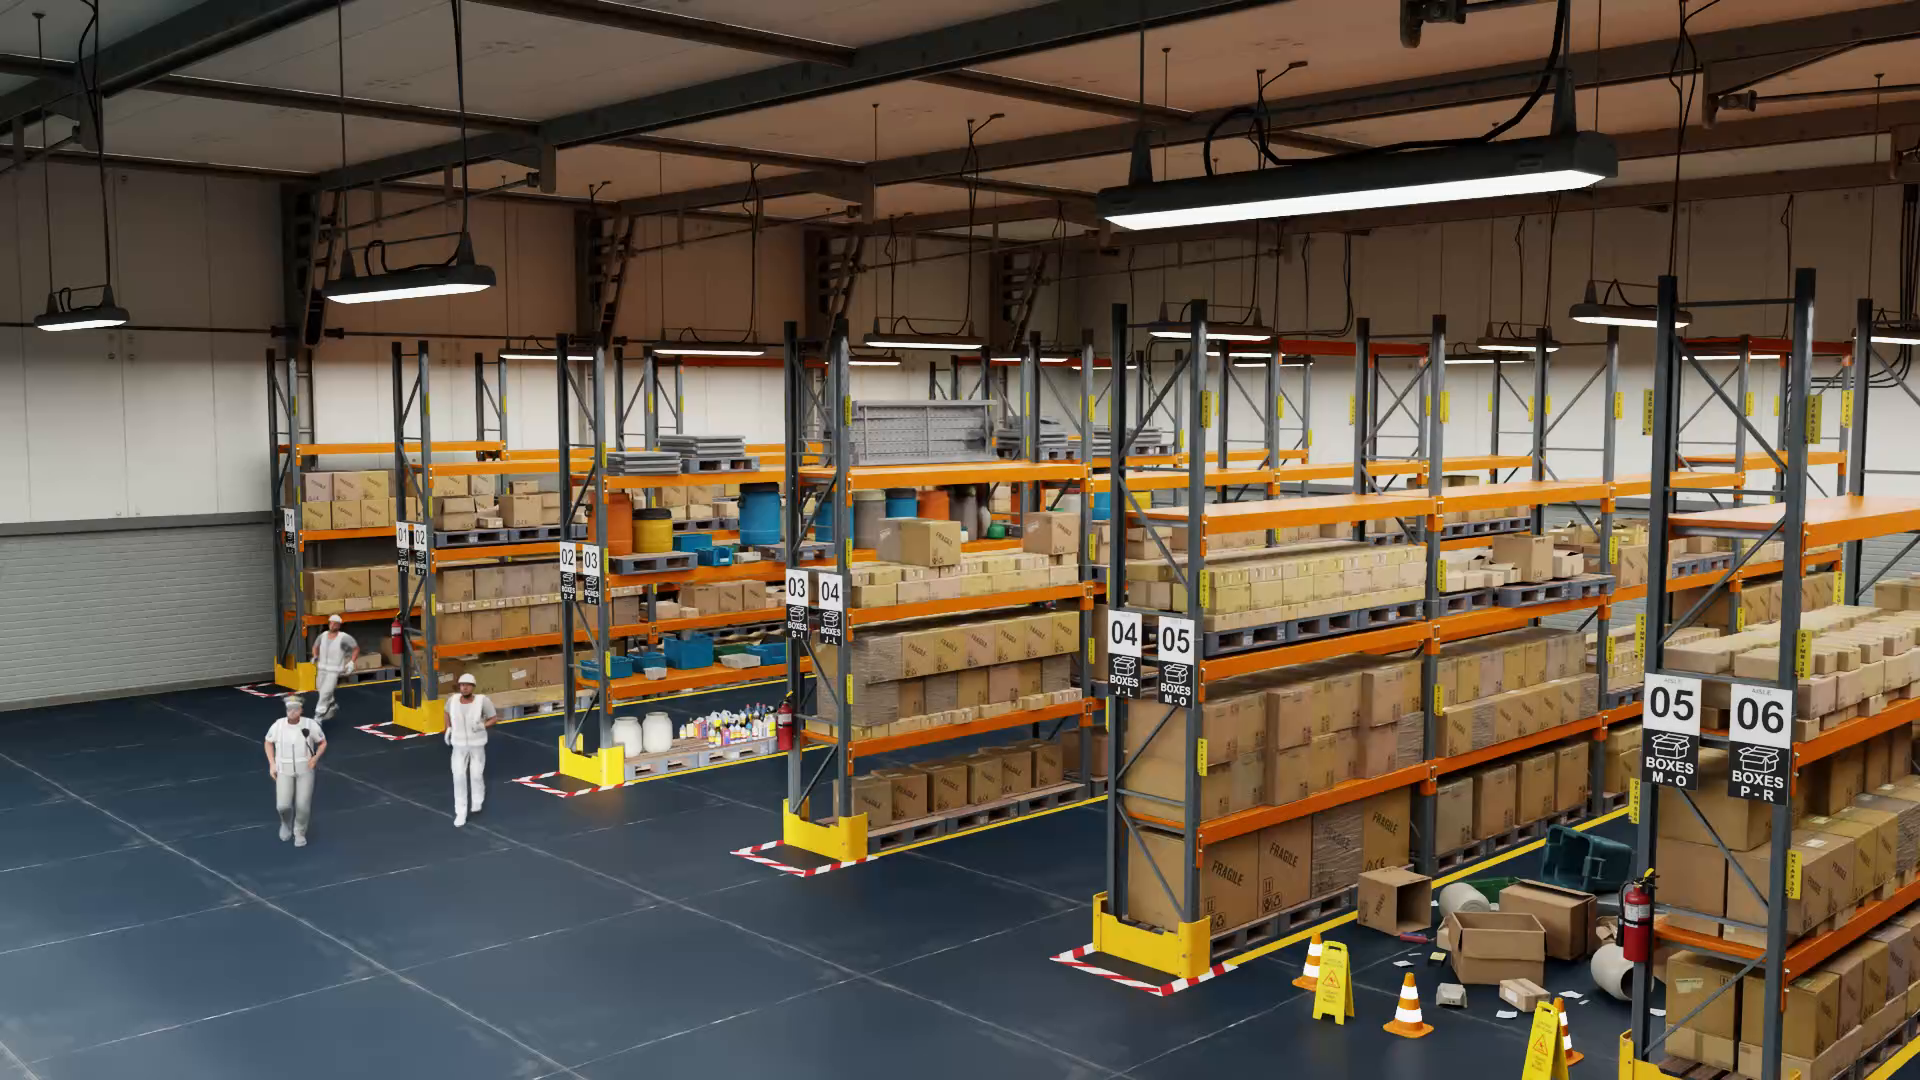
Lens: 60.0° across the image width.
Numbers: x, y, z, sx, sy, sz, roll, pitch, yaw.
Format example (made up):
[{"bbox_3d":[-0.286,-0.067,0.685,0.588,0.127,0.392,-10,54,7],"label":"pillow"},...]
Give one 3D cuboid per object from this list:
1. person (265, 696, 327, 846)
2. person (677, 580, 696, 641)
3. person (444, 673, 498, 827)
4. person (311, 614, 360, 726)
[{"bbox_3d":[-7.623,2.644,19.103,0.675,1.749,0.594,-2,5,-19],"label":"person"},{"bbox_3d":[-5.228,1.546,32.103,0.606,1.666,0.924,3,6,32],"label":"person"},{"bbox_3d":[-5.963,2.535,20.250,0.661,1.841,0.742,-1,5,-11],"label":"person"},{"bbox_3d":[-9.781,2.032,25.863,0.717,1.756,0.986,1,5,13],"label":"person"}]
